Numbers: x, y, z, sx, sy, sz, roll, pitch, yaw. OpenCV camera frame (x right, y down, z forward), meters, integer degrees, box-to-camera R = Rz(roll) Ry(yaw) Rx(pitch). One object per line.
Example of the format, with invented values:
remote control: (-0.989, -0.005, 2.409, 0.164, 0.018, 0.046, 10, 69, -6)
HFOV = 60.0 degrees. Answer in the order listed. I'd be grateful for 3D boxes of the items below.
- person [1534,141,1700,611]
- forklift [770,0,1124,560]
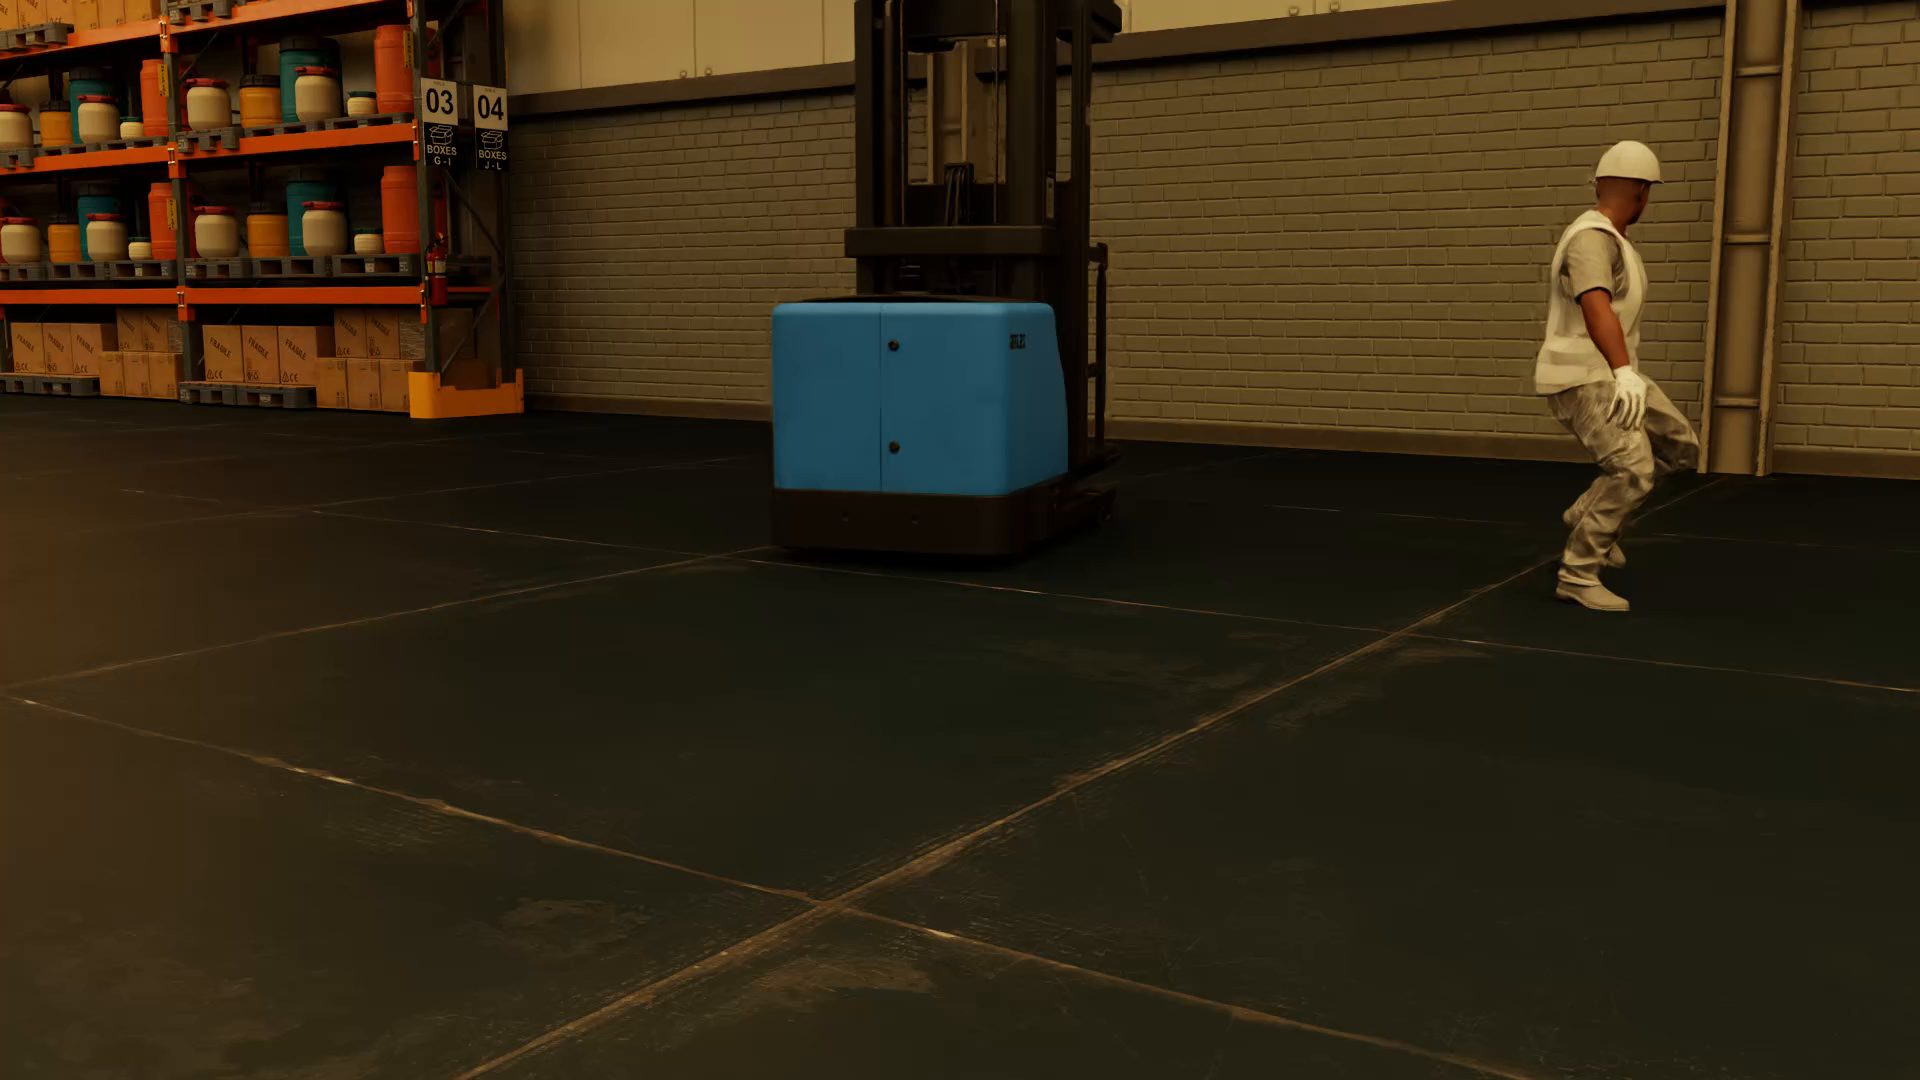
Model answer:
person: (2.368, -0.603, 6.055, 0.539, 1.657, 0.988, 6, 10, 35)
forklift: (0.142, -1.537, 8.002, 1.130, 2.935, 3.031, 3, 8, 18)
